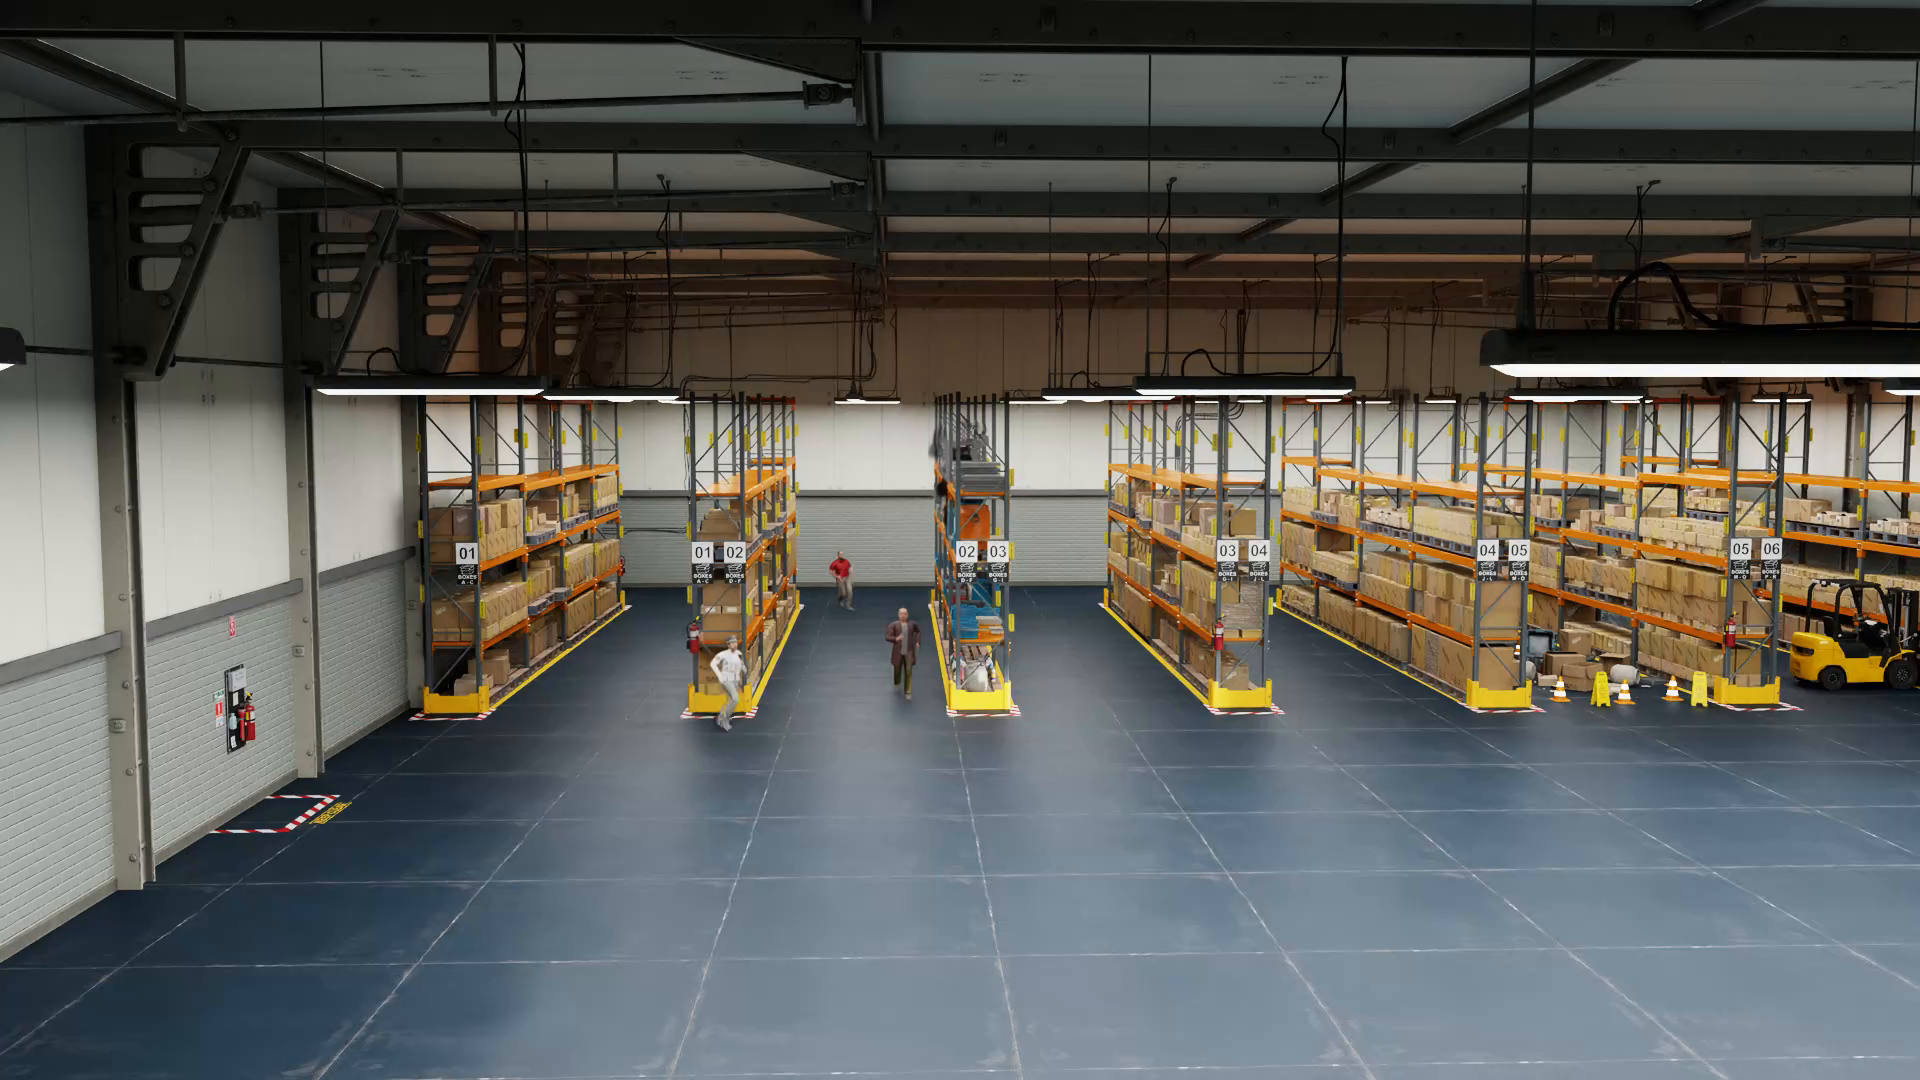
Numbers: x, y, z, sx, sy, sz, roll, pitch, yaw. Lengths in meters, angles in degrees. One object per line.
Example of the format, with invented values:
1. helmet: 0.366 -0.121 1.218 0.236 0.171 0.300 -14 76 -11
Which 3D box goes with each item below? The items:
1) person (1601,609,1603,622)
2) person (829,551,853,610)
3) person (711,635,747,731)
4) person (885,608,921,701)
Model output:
1. person: 16.489 1.425 42.914 0.685 1.736 0.599 0 5 -5
2. person: -3.331 1.147 46.897 0.695 1.657 0.632 -3 5 -32
3. person: -4.061 2.527 29.559 0.674 1.703 0.590 4 6 40
4. person: -1.104 2.209 32.544 0.714 1.755 0.993 -1 5 -6
